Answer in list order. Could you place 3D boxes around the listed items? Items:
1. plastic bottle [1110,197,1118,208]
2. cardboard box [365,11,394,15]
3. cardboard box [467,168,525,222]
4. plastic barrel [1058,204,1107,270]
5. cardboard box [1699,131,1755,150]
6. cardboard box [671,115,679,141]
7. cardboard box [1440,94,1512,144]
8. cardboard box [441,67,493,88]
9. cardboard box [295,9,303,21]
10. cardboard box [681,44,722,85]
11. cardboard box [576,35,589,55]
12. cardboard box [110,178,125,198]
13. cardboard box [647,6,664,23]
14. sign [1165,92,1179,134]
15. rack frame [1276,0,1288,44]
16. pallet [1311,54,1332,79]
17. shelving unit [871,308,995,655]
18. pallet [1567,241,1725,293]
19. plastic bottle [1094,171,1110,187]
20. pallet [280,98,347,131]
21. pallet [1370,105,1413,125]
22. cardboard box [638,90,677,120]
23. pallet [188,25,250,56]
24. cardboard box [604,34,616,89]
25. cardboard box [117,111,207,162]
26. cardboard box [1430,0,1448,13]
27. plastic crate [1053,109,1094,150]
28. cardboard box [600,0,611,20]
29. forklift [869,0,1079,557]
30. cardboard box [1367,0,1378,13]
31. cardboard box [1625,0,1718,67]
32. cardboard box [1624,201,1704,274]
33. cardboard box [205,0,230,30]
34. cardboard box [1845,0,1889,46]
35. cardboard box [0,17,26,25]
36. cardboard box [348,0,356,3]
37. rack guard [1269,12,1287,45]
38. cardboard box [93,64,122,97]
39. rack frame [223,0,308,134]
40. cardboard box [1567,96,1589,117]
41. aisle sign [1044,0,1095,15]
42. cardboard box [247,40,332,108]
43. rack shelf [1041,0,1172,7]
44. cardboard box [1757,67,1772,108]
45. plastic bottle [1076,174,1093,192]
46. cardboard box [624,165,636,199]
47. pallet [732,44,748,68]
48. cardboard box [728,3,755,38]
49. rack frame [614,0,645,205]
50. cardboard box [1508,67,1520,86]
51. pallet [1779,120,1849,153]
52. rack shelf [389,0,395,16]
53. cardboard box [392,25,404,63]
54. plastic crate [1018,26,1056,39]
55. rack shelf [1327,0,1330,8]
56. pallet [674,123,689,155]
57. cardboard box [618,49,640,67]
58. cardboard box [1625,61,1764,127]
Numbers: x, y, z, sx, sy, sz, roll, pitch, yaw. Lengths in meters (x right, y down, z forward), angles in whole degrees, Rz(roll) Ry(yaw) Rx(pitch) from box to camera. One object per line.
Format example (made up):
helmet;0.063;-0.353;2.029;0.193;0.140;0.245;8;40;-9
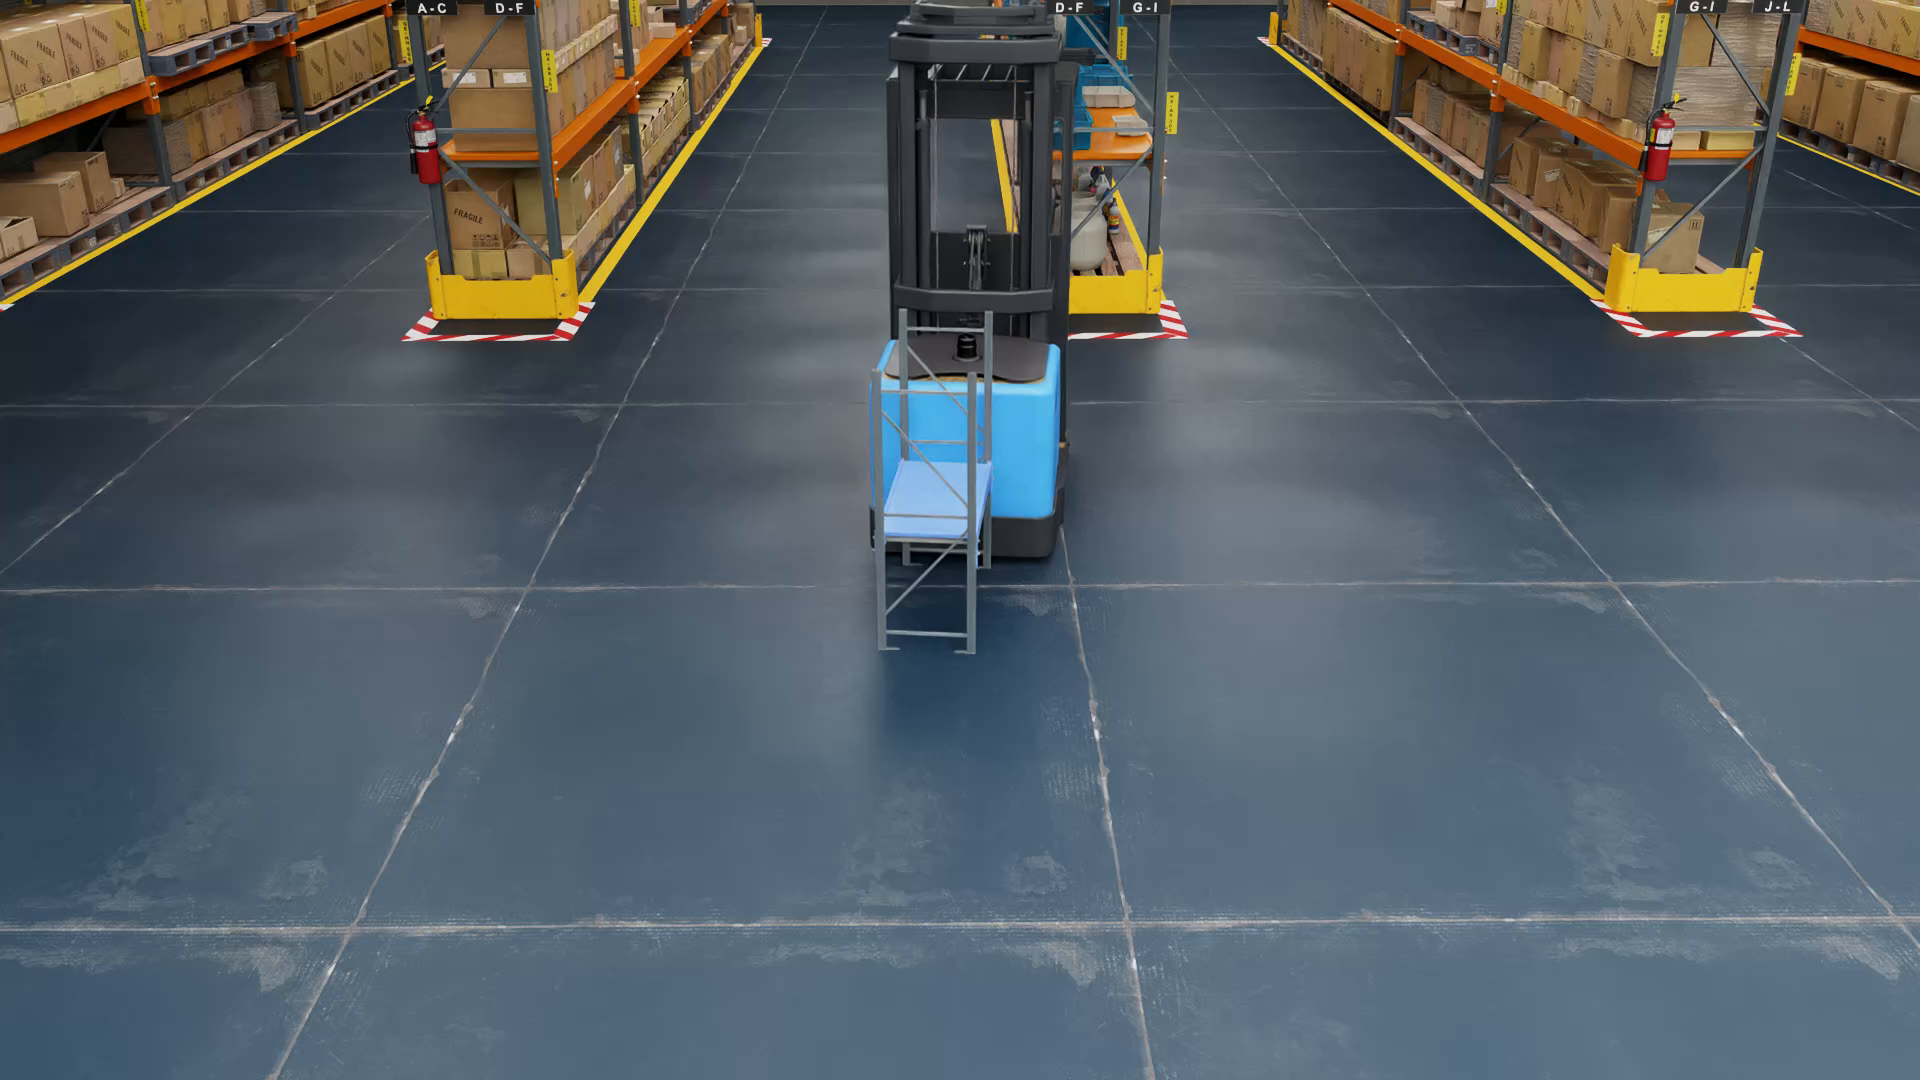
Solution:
plastic bottle;1.455;-3.107;15.742;0.061;0.283;0.133;0;24;0
cardboard box;-9.004;-8.124;25.810;0.380;0.149;0.250;-1;24;-2
cardboard box;-4.135;-3.194;15.088;0.500;0.500;0.500;0;24;-1
plastic barrel;1.064;-2.631;14.437;0.421;0.512;0.421;0;24;0
cardboard box;6.335;-3.329;13.775;0.380;0.149;0.250;0;24;-1
cardboard box;-3.632;-4.881;19.730;0.500;0.250;0.500;0;24;1
cardboard box;6.072;-4.945;19.542;0.700;0.500;0.500;2;24;4
cardboard box;-4.001;-3.779;13.558;0.380;0.149;0.250;-1;24;-1
cardboard box;-8.612;-6.690;21.182;0.380;0.149;0.250;0;24;0
cardboard box;-3.643;-6.676;23.370;0.500;0.500;0.500;0;24;0
cardboard box;-3.614;-4.527;15.212;0.380;0.149;0.250;1;24;1
cardboard box;-8.767;-3.595;16.964;0.380;0.166;0.250;-3;25;-7
cardboard box;-3.933;-6.388;20.341;0.500;0.311;0.500;1;24;3
sign;1.697;-3.429;13.356;0.100;0.325;0.005;0;24;-1
rack frame;5.925;-9.918;28.039;1.000;3.000;0.127;0;24;-1
pallet;6.039;-7.313;25.662;1.003;0.211;1.213;0;24;-1
shelving unit;-0.123;-0.322;8.642;0.538;1.500;1.048;2;24;5
pallet;6.126;-2.420;14.846;1.003;0.211;1.213;0;24;-1
plastic bottle;1.404;-3.468;16.459;0.144;0.351;0.185;0;24;-1
pallet;-8.780;-5.609;21.896;1.003;0.211;1.213;0;24;-1
pallet;6.079;-5.676;22.044;1.003;0.211;1.213;0;24;-1
cardboard box;-3.626;-5.135;19.611;0.500;0.311;0.500;0;24;-1
pallet;-8.784;-5.652;18.839;1.003;0.211;1.213;0;24;-1
cardboard box;-3.838;-4.793;16.586;0.700;0.500;0.500;-1;24;-2
cardboard box;-8.883;-4.484;18.523;0.700;0.500;0.500;-1;24;-2
cardboard box;6.059;-6.636;20.151;0.500;0.500;0.500;-3;25;-7
plastic crate;0.843;-3.440;13.896;0.499;0.251;0.616;0;24;-1
cardboard box;-3.838;-5.384;16.318;0.700;0.500;0.500;0;24;0
forklift;0.141;-1.808;10.191;1.130;2.935;3.031;2;24;5
cardboard box;5.751;-7.288;22.104;0.500;0.500;0.500;-1;24;-2
cardboard box;5.847;-4.187;13.672;0.500;0.500;0.500;0;24;-1
cardboard box;6.110;-2.635;14.459;0.500;0.500;0.500;4;25;9
cardboard box;-8.796;-6.094;18.928;0.700;0.500;0.500;0;24;-1
cardboard box;10.722;-6.044;19.352;0.500;0.500;0.500;0;24;-1
cardboard box;-9.005;-4.575;15.474;0.500;0.500;0.500;0;24;1
cardboard box;-8.621;-7.539;23.059;0.380;0.149;0.250;0;24;-1
rack guard;5.925;-8.789;28.576;1.175;0.500;0.348;0;24;-1
cardboard box;-8.497;-4.448;16.102;0.500;0.250;0.500;0;24;0
rack frame;-8.846;-6.554;20.602;1.000;3.000;0.127;0;24;-1
cardboard box;5.769;-3.944;15.136;0.380;0.149;0.250;0;24;-1
aisle sign;0.851;-4.456;12.808;0.394;0.787;0.004;0;24;-1
cardboard box;-8.723;-6.070;21.630;0.750;0.750;0.750;-1;24;-1
rack shelf;1.125;-5.166;14.764;1.077;0.370;4.000;0;24;-1
cardboard box;10.705;-5.924;21.733;0.500;0.500;0.500;0;24;-1
plastic bottle;1.253;-3.556;16.744;0.152;0.276;0.135;0;24;-1
cardboard box;-3.626;-3.678;17.070;0.500;0.250;0.500;0;24;-1
pallet;-3.960;-7.743;26.614;1.003;0.211;1.213;0;24;-1
cardboard box;-3.728;-8.713;27.875;0.500;0.500;0.500;0;24;-1
rack frame;-3.849;-4.930;17.010;1.000;3.000;0.127;0;24;-1
cardboard box;5.748;-4.666;16.730;0.380;0.149;0.250;0;24;-1
pallet;10.907;-5.006;20.563;1.003;0.211;1.213;0;24;-1
rack shelf;-8.912;-8.699;26.217;1.077;0.370;4.000;0;24;-1
cardboard box;-8.796;-7.564;25.357;0.700;0.500;0.500;0;24;0
plastic crate;0.792;-5.178;17.481;0.402;0.464;0.583;0;24;-1
rack shelf;5.947;-8.766;26.365;1.077;0.370;4.000;0;24;-1
pallet;-3.923;-4.968;20.479;1.003;0.211;1.213;0;24;-1
cardboard box;-3.655;-5.182;17.872;0.380;0.149;0.250;0;24;-1
cardboard box;6.121;-3.733;13.881;0.875;0.500;0.500;0;24;-1
